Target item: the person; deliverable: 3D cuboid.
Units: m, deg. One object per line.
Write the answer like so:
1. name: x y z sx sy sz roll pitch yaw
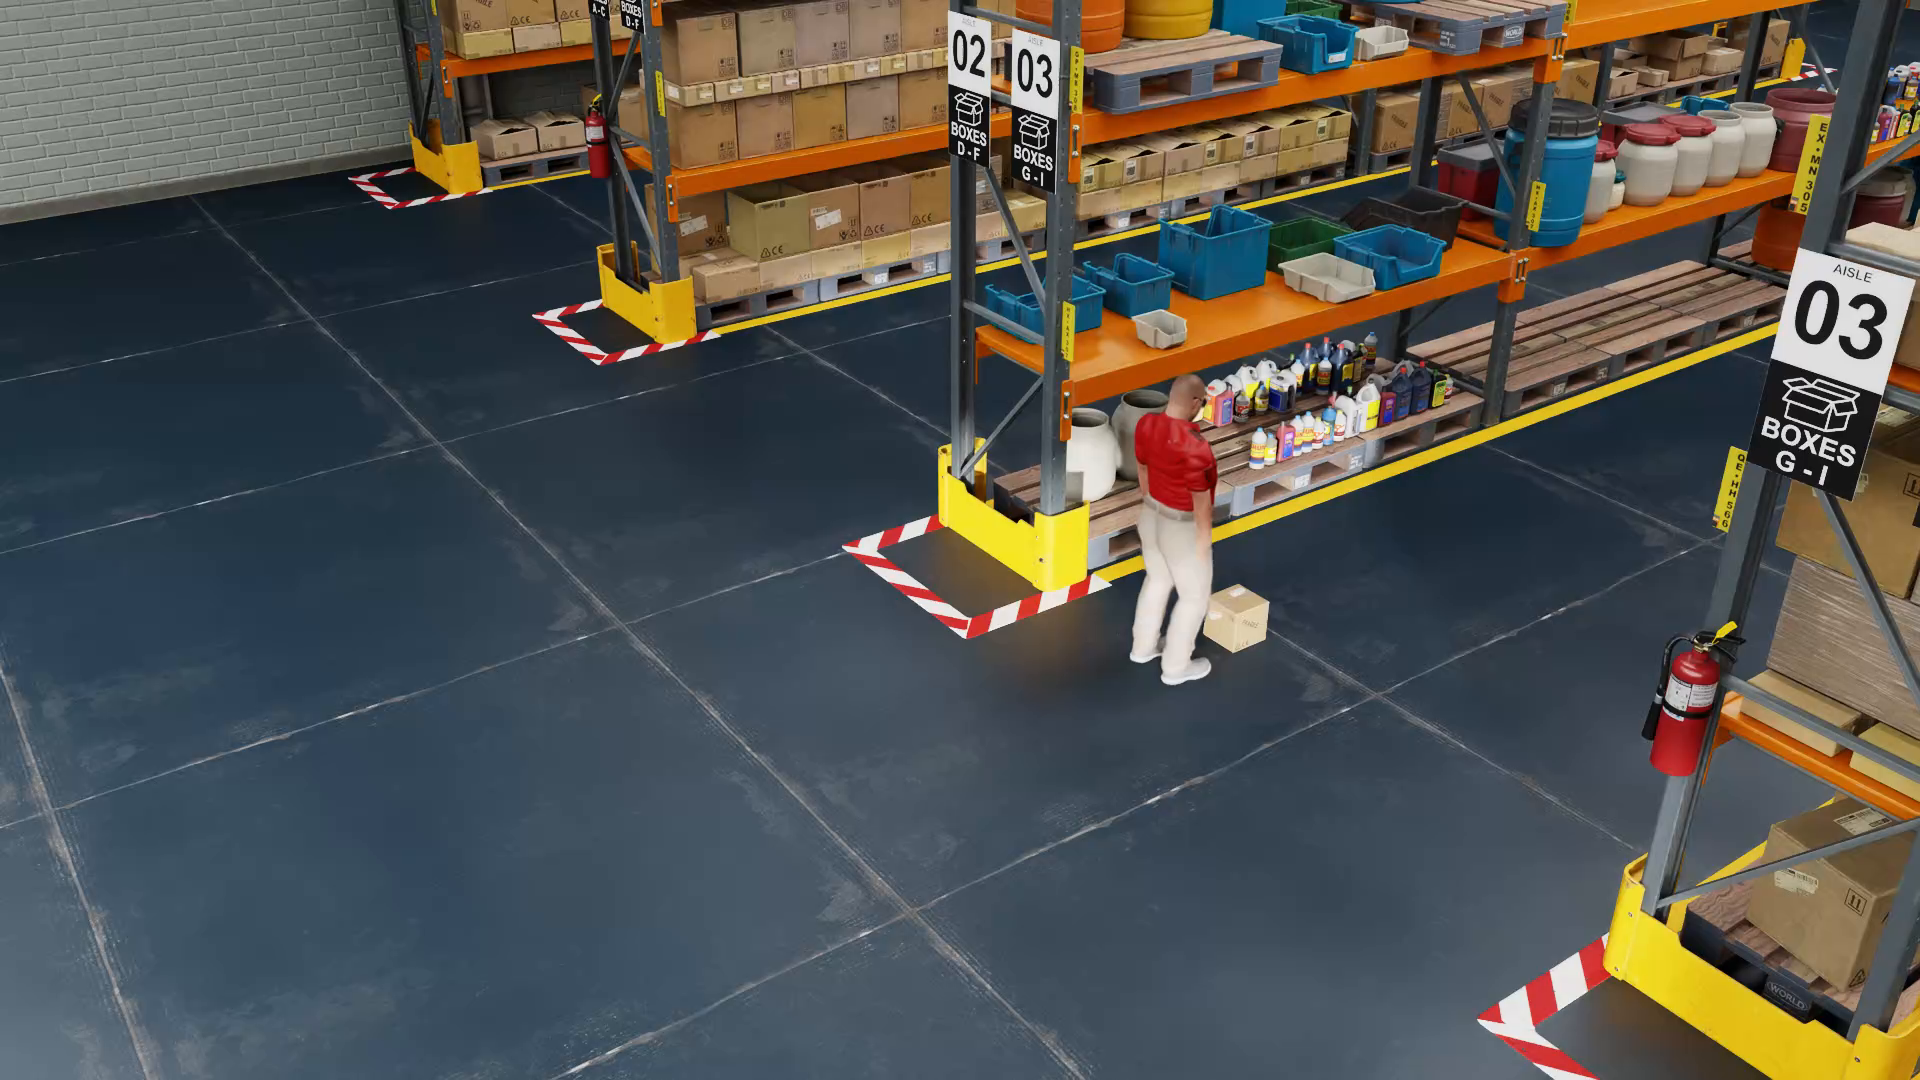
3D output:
1. person: 1.134 -0.070 8.793 0.358 1.715 0.536 -18 33 -30
